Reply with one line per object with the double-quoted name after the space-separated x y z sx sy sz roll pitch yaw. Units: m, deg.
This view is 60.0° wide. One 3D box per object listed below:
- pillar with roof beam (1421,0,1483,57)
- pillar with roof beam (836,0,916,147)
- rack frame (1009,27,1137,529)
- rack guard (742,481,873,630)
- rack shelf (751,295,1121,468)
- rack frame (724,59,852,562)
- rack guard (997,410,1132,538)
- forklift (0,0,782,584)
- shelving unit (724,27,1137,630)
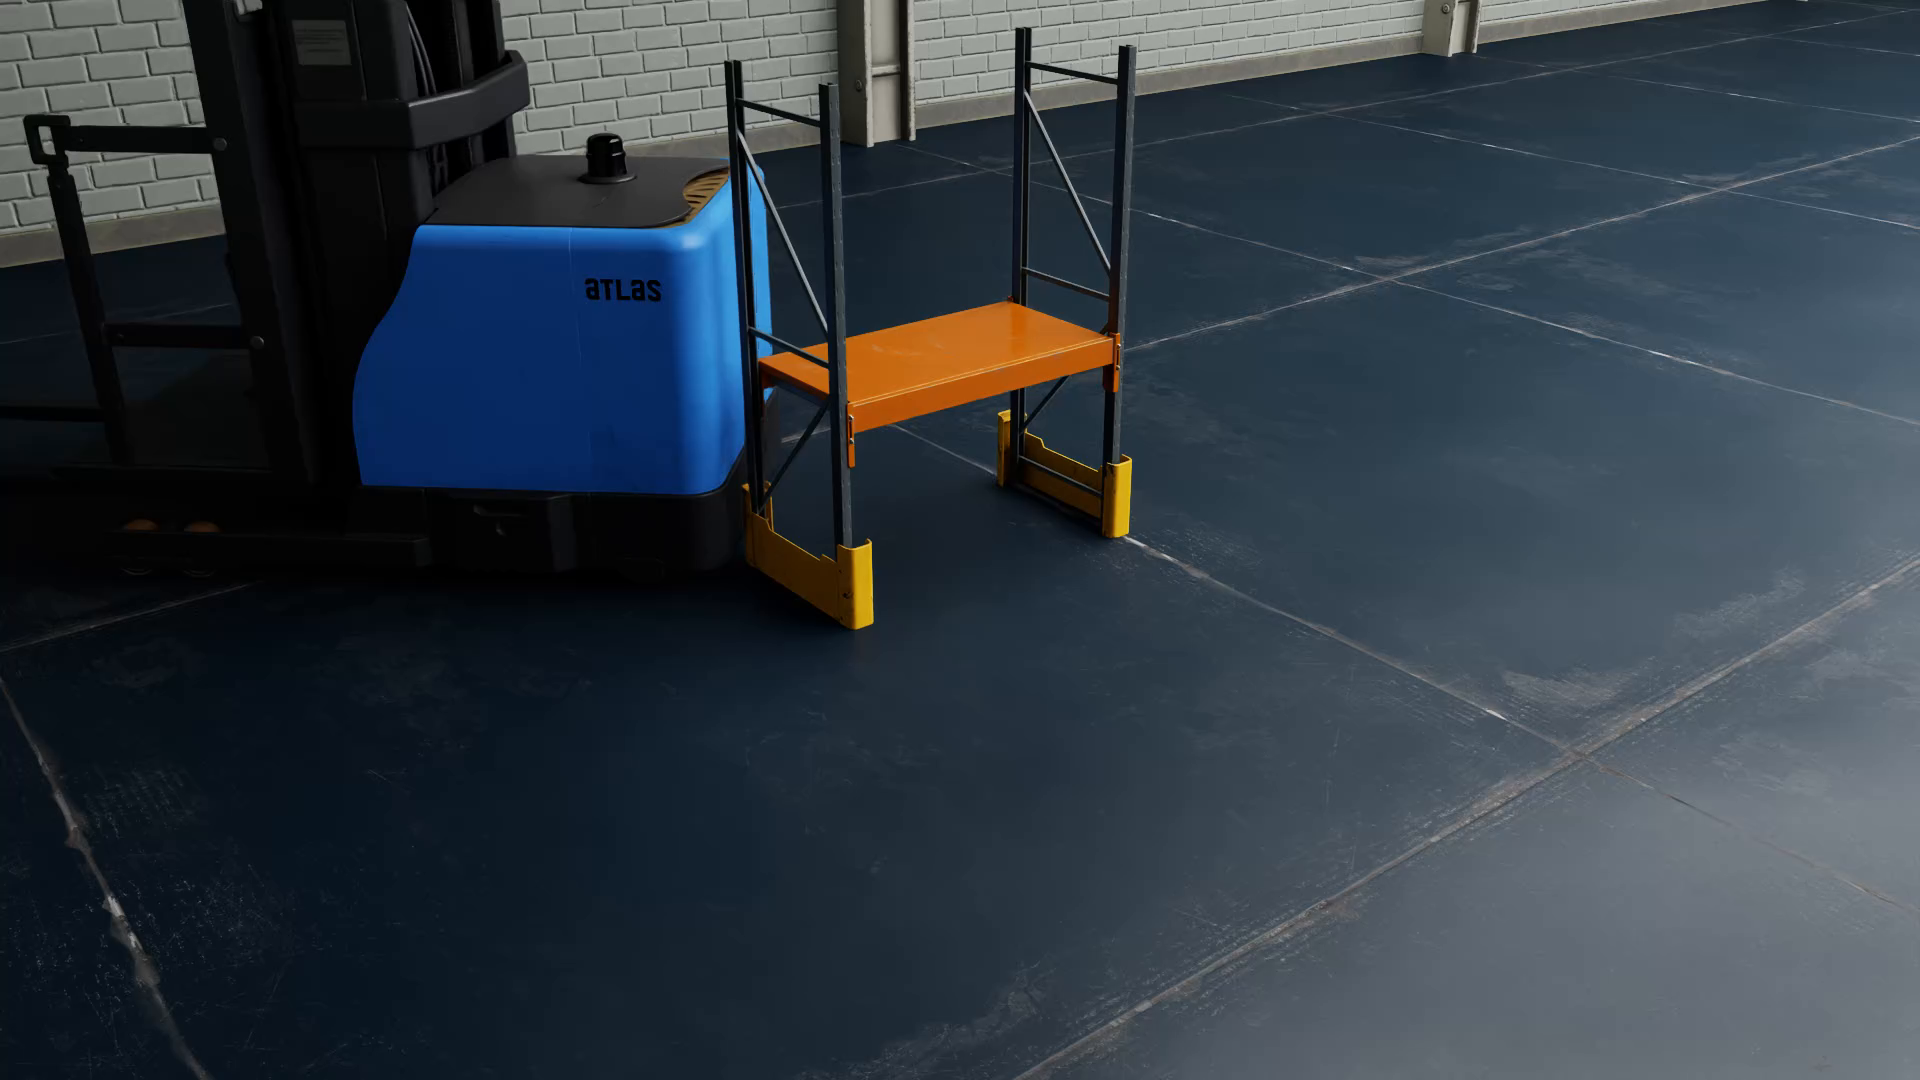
6.840 -6.842 9.304 0.400 9.000 9.100 -18 31 -34 "pillar with roof beam"
2.119 -5.284 5.945 0.400 9.000 9.100 -18 31 -34 "pillar with roof beam"
0.333 -0.790 5.171 0.032 1.500 0.500 -18 31 -34 "rack frame"
-0.452 0.036 4.876 0.087 0.250 0.587 -18 31 -34 "rack guard"
-0.067 -0.495 4.962 1.000 0.185 0.538 -18 31 -34 "rack shelf"
-0.467 -0.526 4.602 0.032 1.500 0.500 -18 31 -34 "rack frame"
0.332 -0.223 5.433 0.087 0.250 0.587 -18 31 -34 "rack guard"
-2.158 -1.435 4.861 3.031 2.935 1.130 2 25 4 "forklift"
-0.060 -0.661 4.892 1.083 1.500 0.587 -18 31 -34 "shelving unit"
